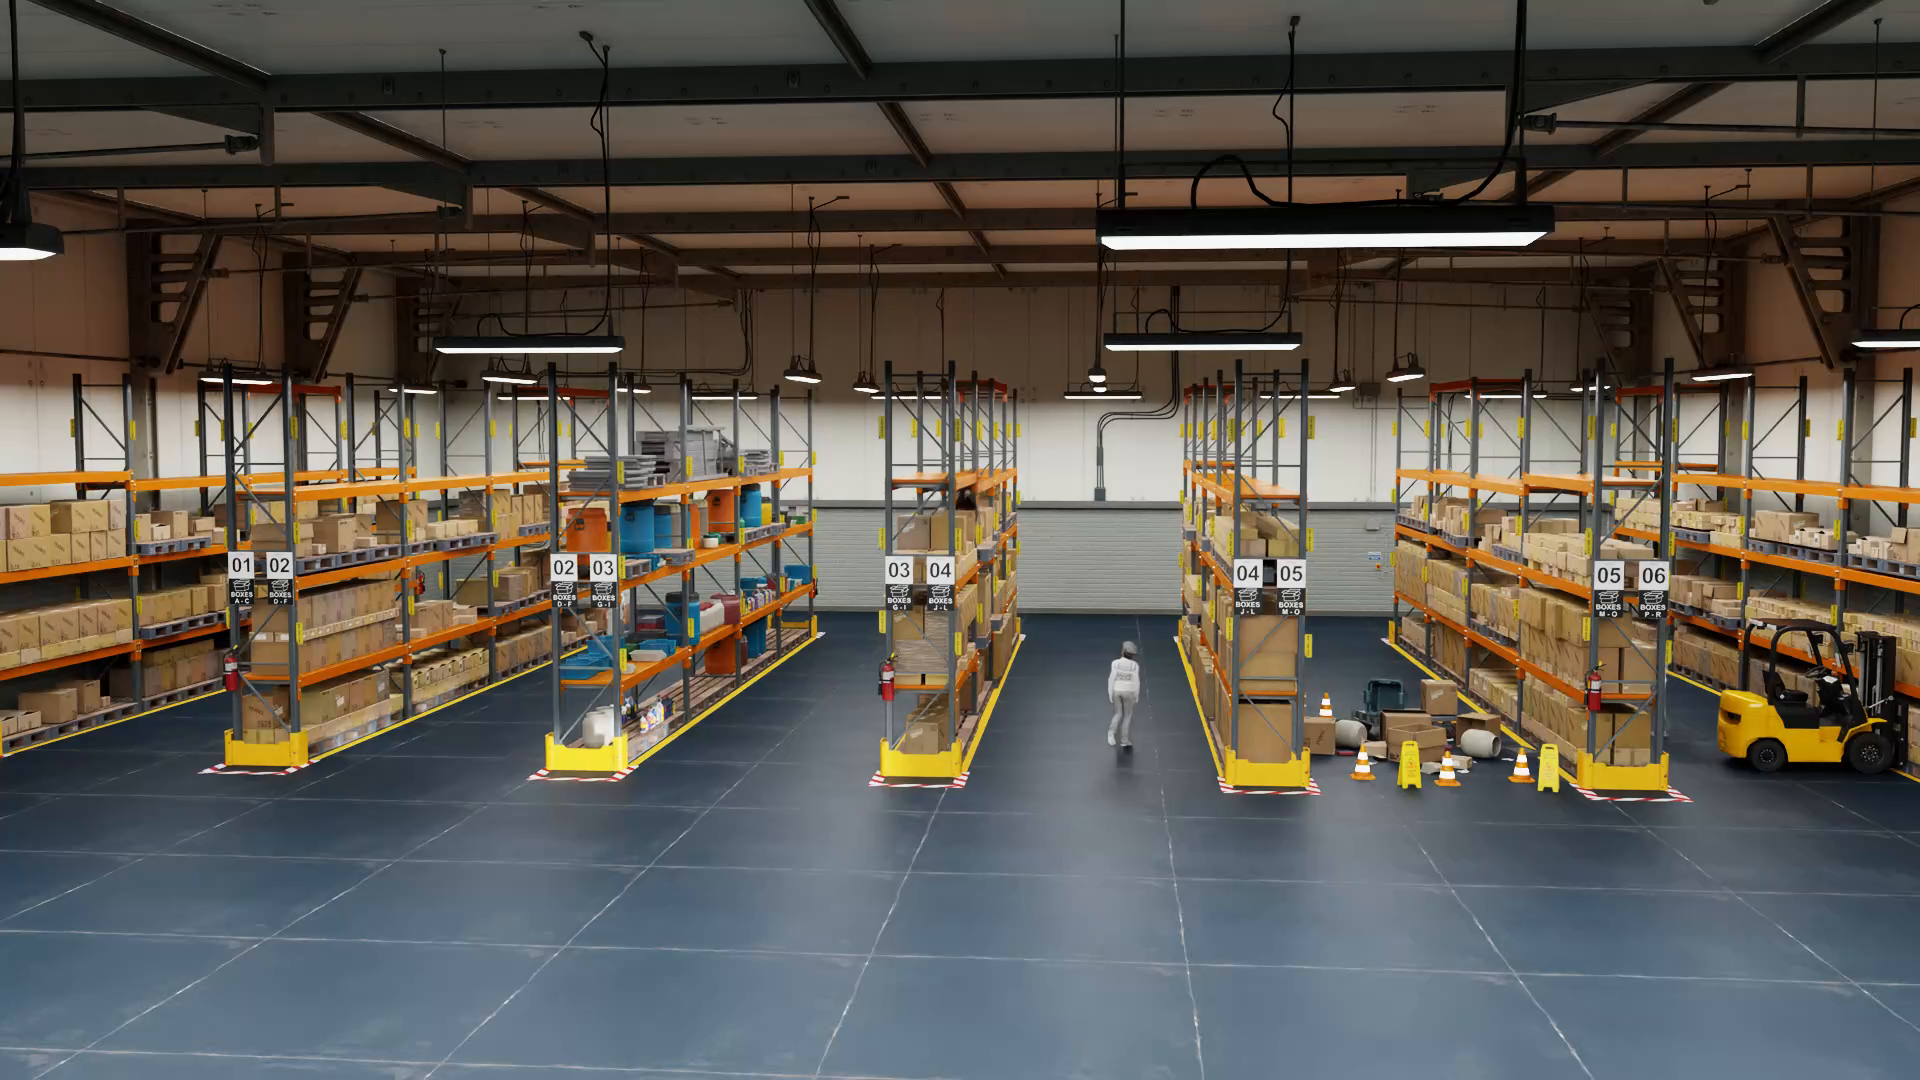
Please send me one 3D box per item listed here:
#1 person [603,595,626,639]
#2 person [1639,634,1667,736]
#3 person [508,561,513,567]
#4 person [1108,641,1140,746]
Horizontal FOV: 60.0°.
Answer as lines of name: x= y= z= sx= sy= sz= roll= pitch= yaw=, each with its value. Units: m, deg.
person: x=-7.660 y=1.763 z=36.901 sx=0.538 sy=1.614 sz=0.932 roll=0 pitch=4 yaw=-1
person: x=11.314 y=2.390 z=27.166 sx=0.474 sy=1.735 sz=0.527 roll=3 pitch=5 yaw=35
person: x=-10.976 y=1.413 z=40.959 sx=0.719 sy=1.767 sz=0.656 roll=1 pitch=4 yaw=18
person: x=2.595 y=2.426 z=26.205 sx=0.490 sy=1.678 sz=0.503 roll=3 pitch=5 yaw=38
